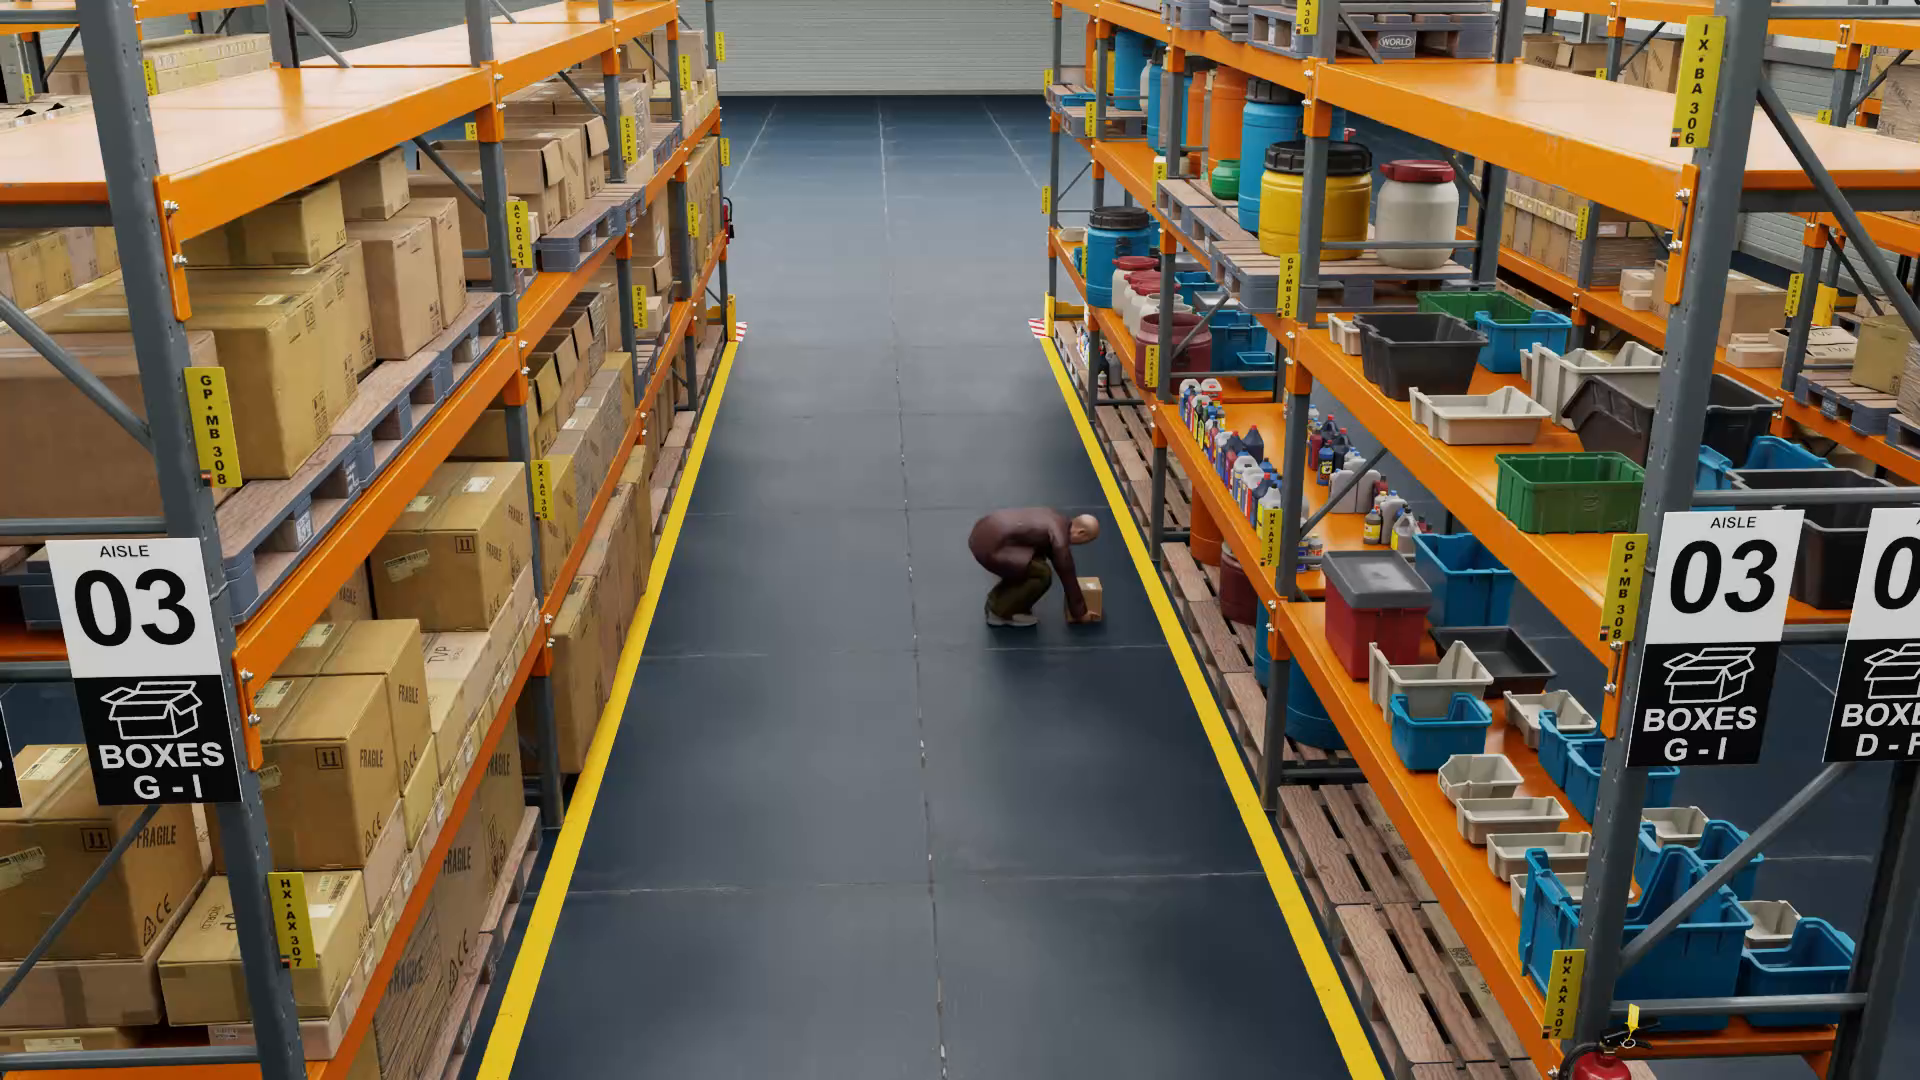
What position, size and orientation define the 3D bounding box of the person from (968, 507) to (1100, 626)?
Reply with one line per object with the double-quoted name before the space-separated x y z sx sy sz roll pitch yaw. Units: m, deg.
"person" 0.536 0.183 12.008 0.960 0.848 0.584 -2 20 -5
